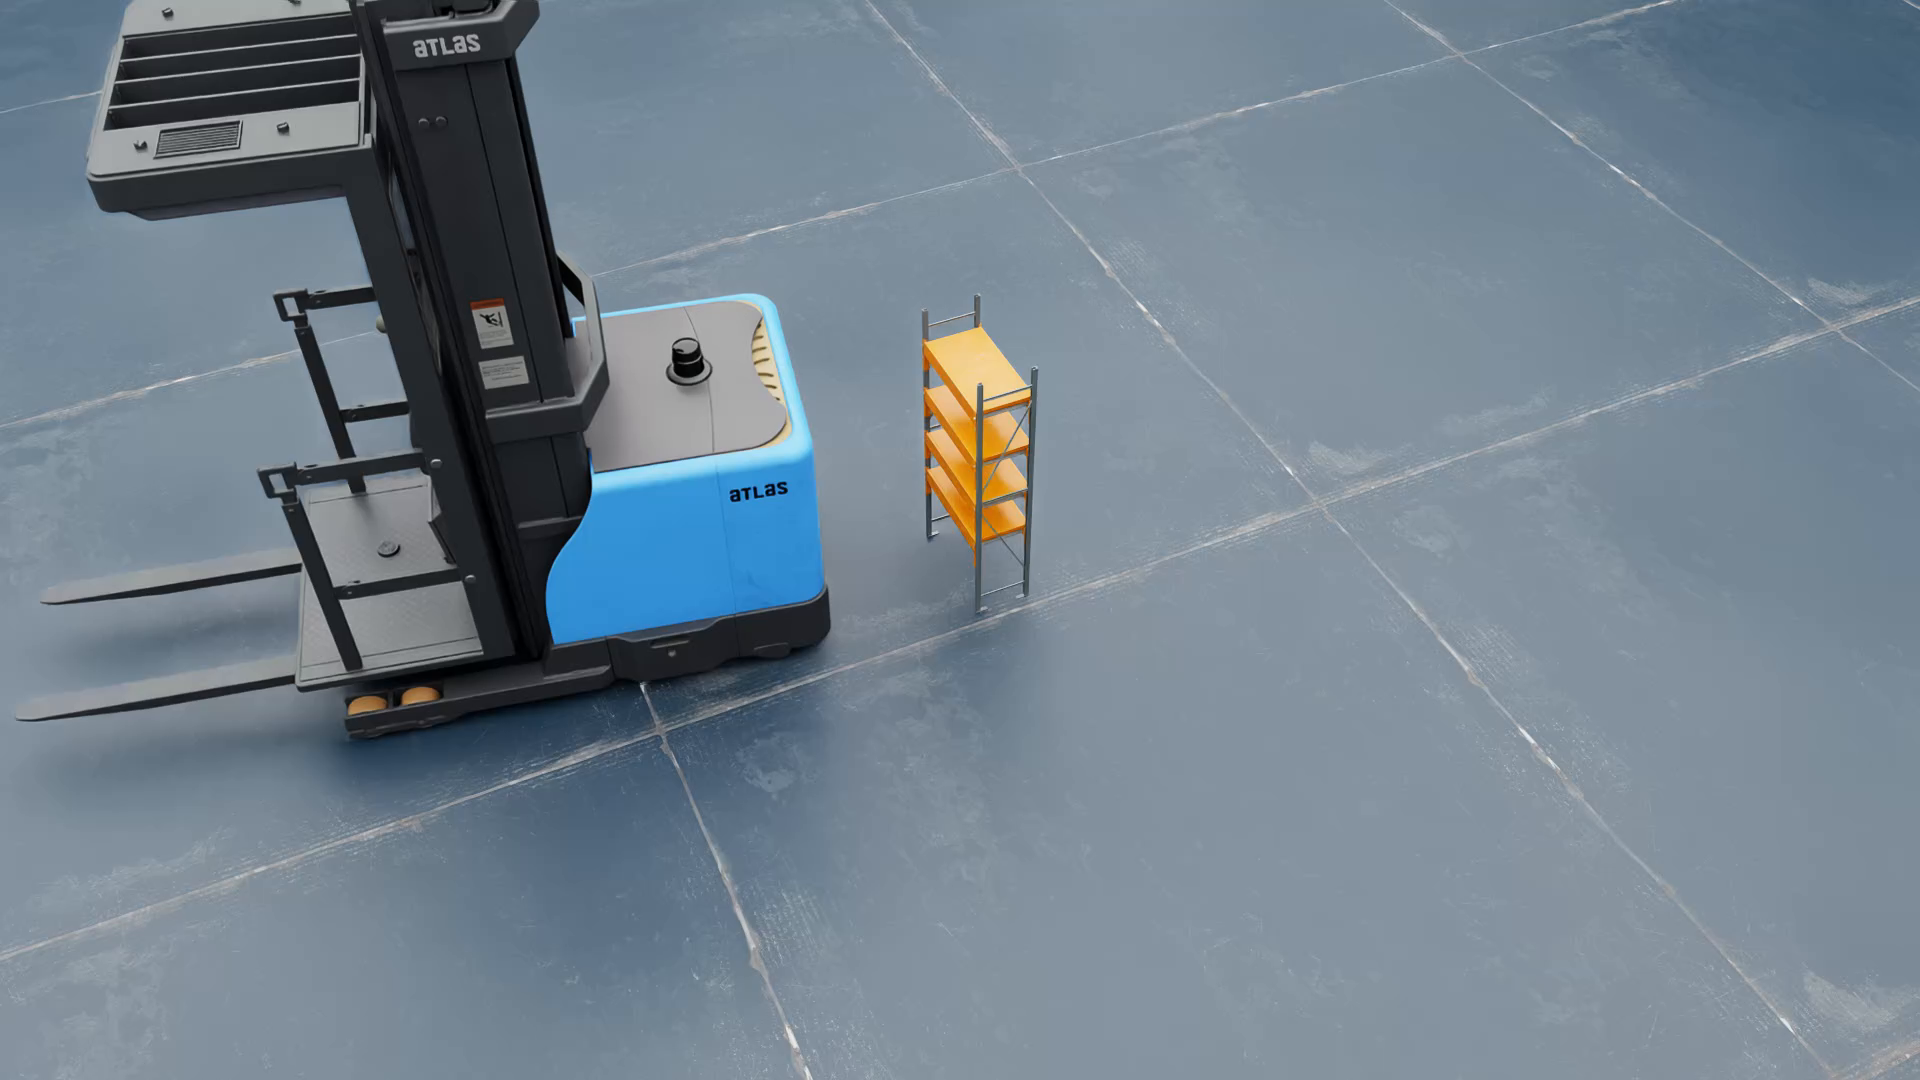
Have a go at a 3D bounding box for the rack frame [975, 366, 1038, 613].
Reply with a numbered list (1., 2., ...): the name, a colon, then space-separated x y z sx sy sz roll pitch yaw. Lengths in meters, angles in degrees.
1. rack frame: 0.172 -0.166 6.433 0.240 1.200 0.015 -18 47 -17

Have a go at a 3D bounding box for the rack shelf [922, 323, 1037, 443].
1. rack shelf: 0.070 -0.601 6.315 0.258 0.148 0.480 -18 47 -17

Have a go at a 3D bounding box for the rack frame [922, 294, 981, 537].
1. rack frame: -0.033 -0.477 6.748 0.240 1.200 0.015 -18 47 -17

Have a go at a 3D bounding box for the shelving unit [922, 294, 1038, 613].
1. shelving unit: 0.070 -0.322 6.591 0.258 1.200 0.503 -18 47 -17

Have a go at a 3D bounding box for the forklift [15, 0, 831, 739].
1. forklift: -2.091 -0.700 5.742 3.031 2.935 1.130 -10 45 -10

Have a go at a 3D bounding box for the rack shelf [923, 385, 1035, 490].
1. rack shelf: 0.070 -0.433 6.481 0.258 0.148 0.480 -18 47 -17

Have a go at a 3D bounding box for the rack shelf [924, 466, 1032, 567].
1. rack shelf: 0.070 -0.132 6.777 0.258 0.148 0.480 -18 47 -17

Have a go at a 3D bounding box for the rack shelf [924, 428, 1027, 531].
1. rack shelf: 0.070 -0.274 6.638 0.258 0.148 0.480 -18 47 -17
